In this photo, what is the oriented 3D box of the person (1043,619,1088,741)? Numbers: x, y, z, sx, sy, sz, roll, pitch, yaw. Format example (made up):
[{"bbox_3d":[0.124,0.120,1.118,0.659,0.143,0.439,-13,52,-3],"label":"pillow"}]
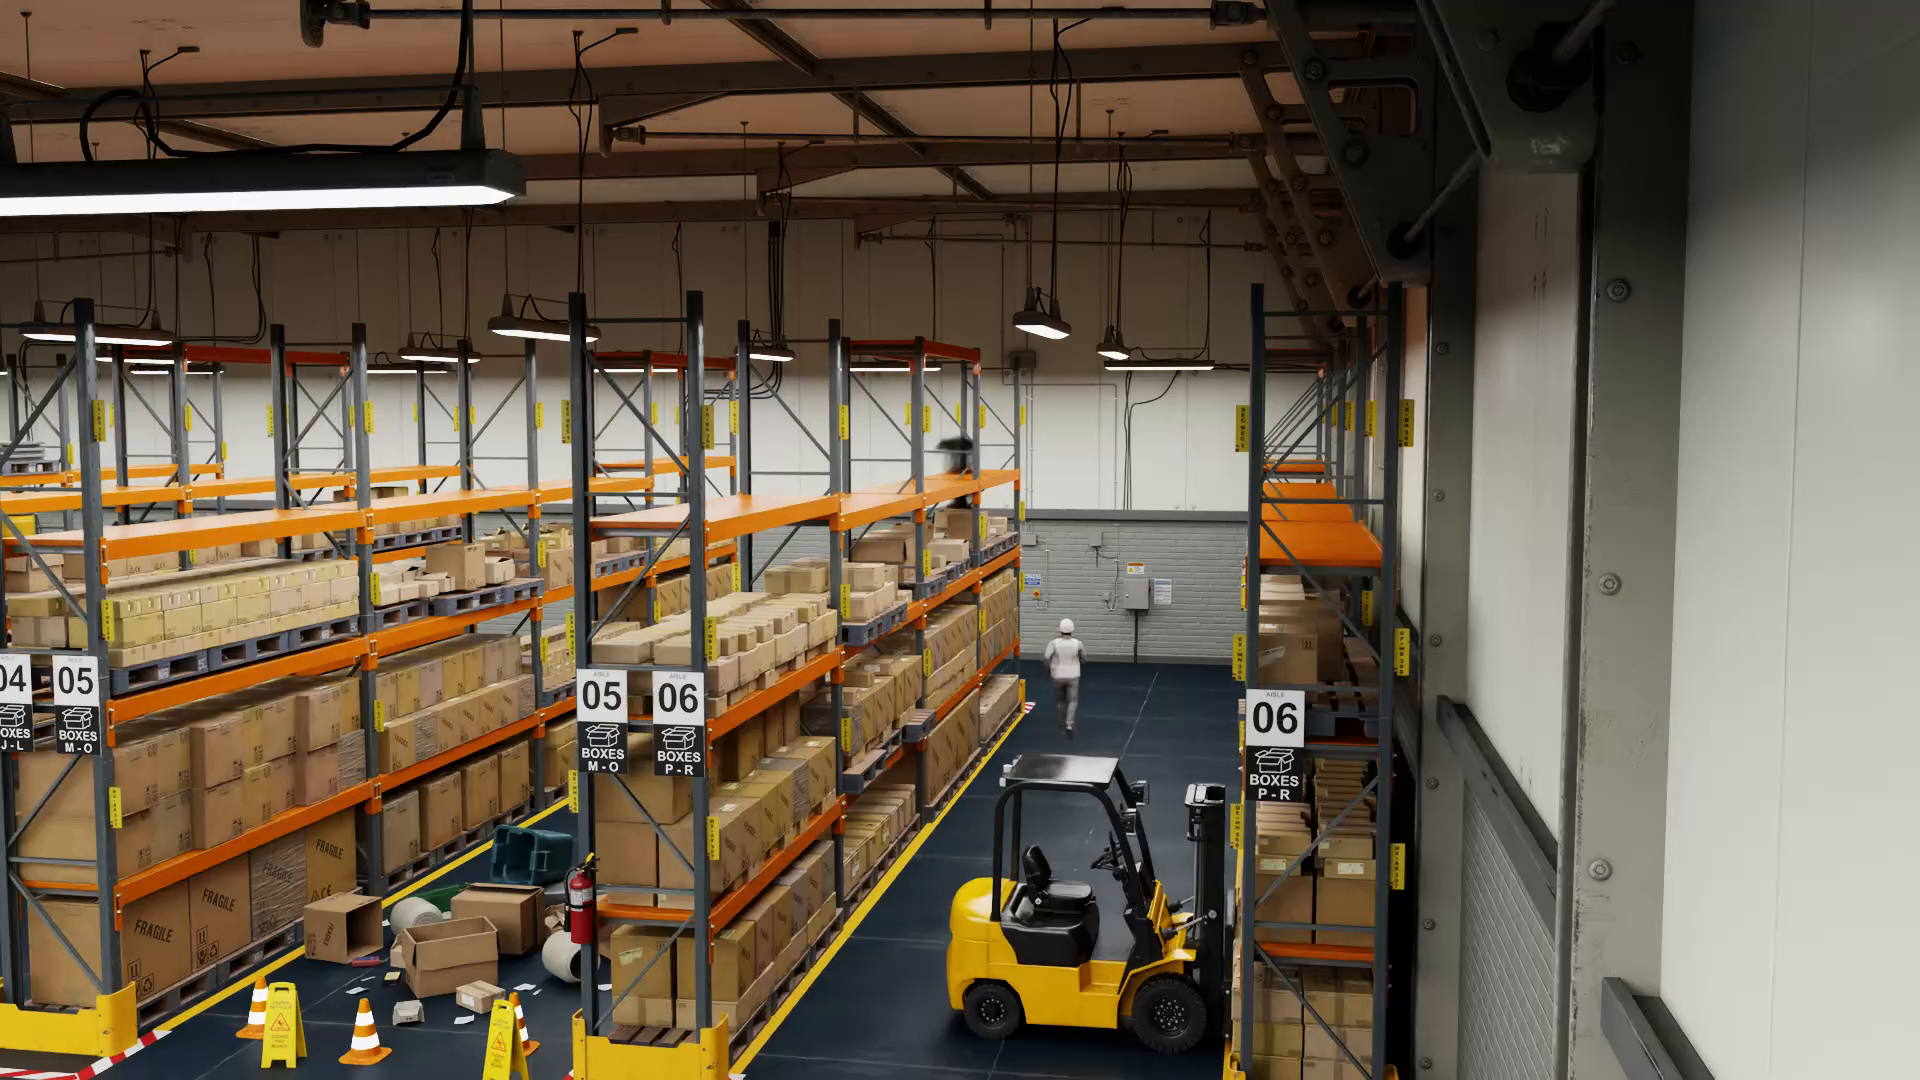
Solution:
[{"bbox_3d":[1.581,2.041,24.577,0.629,1.783,0.848,1,5,7],"label":"person"}]
